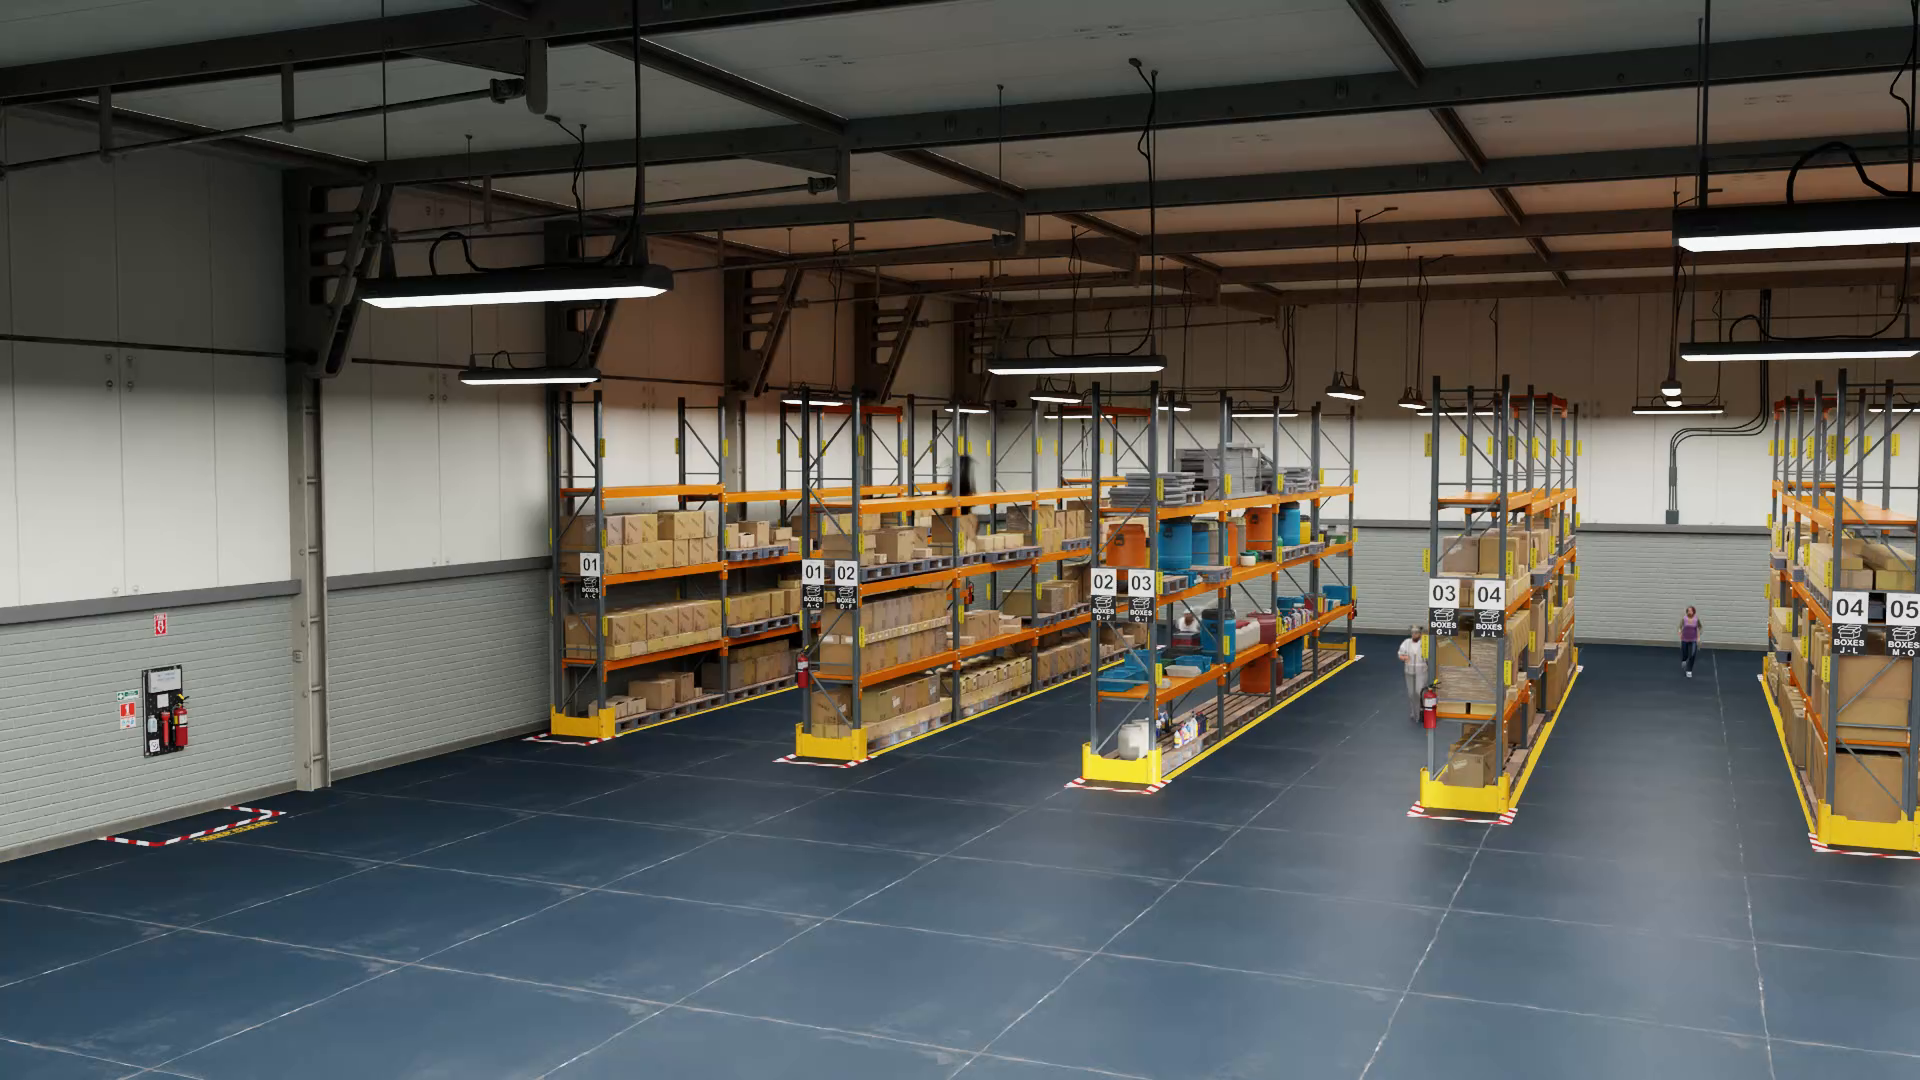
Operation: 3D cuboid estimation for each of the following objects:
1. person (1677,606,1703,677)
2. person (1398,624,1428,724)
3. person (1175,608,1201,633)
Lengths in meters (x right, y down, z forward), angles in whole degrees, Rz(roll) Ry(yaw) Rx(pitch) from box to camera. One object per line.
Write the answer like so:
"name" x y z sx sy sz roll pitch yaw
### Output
"person" 16.066 2.215 36.616 0.520 1.559 0.638 1 3 18
"person" 8.342 2.450 30.393 0.647 1.838 0.852 2 4 26
"person" 4.773 2.246 34.652 0.670 1.703 0.741 1 3 20
